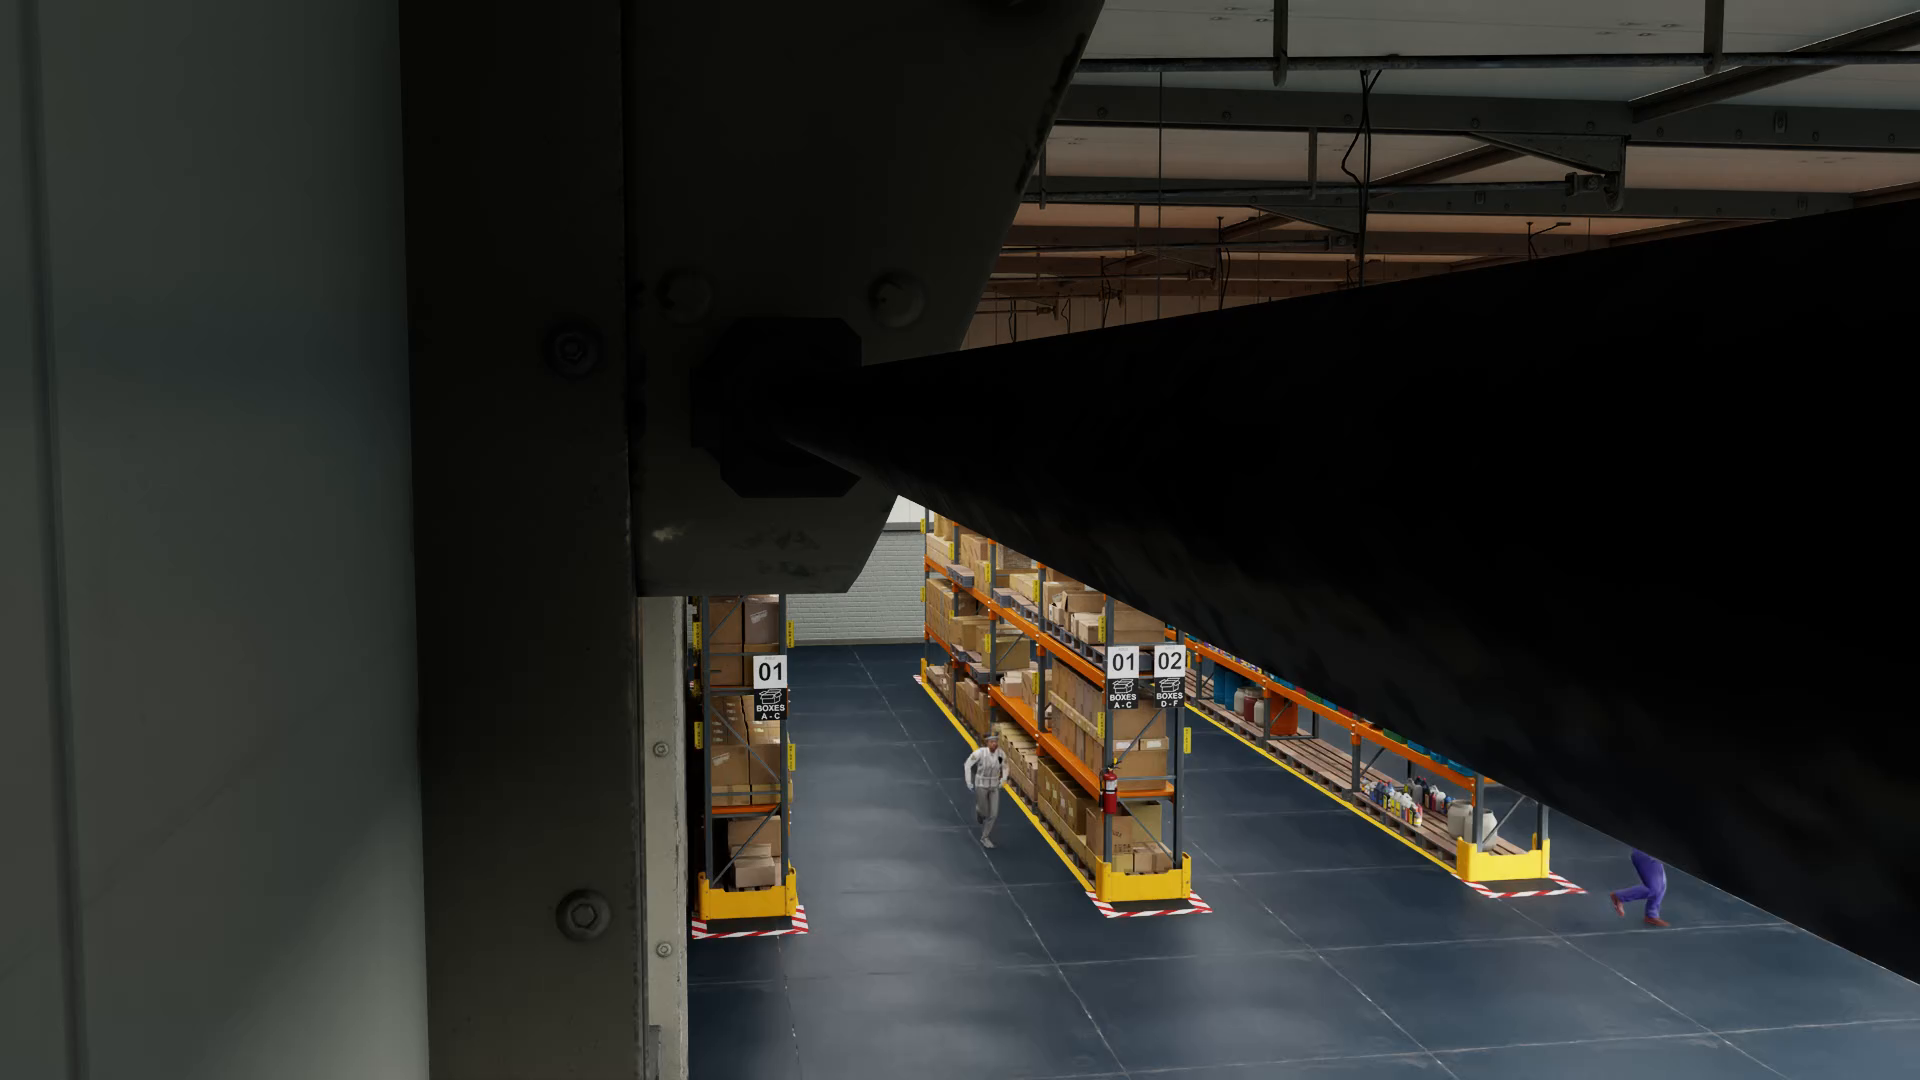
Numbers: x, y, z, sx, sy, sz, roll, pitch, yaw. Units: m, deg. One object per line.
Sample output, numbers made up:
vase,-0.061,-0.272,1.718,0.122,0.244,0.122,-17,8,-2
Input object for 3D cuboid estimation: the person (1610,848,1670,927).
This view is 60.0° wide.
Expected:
person,8.168,3.791,19.899,0.668,1.632,0.609,2,6,26

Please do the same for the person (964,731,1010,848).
person,0.386,3.474,23.409,0.649,1.654,0.632,-1,5,-16
